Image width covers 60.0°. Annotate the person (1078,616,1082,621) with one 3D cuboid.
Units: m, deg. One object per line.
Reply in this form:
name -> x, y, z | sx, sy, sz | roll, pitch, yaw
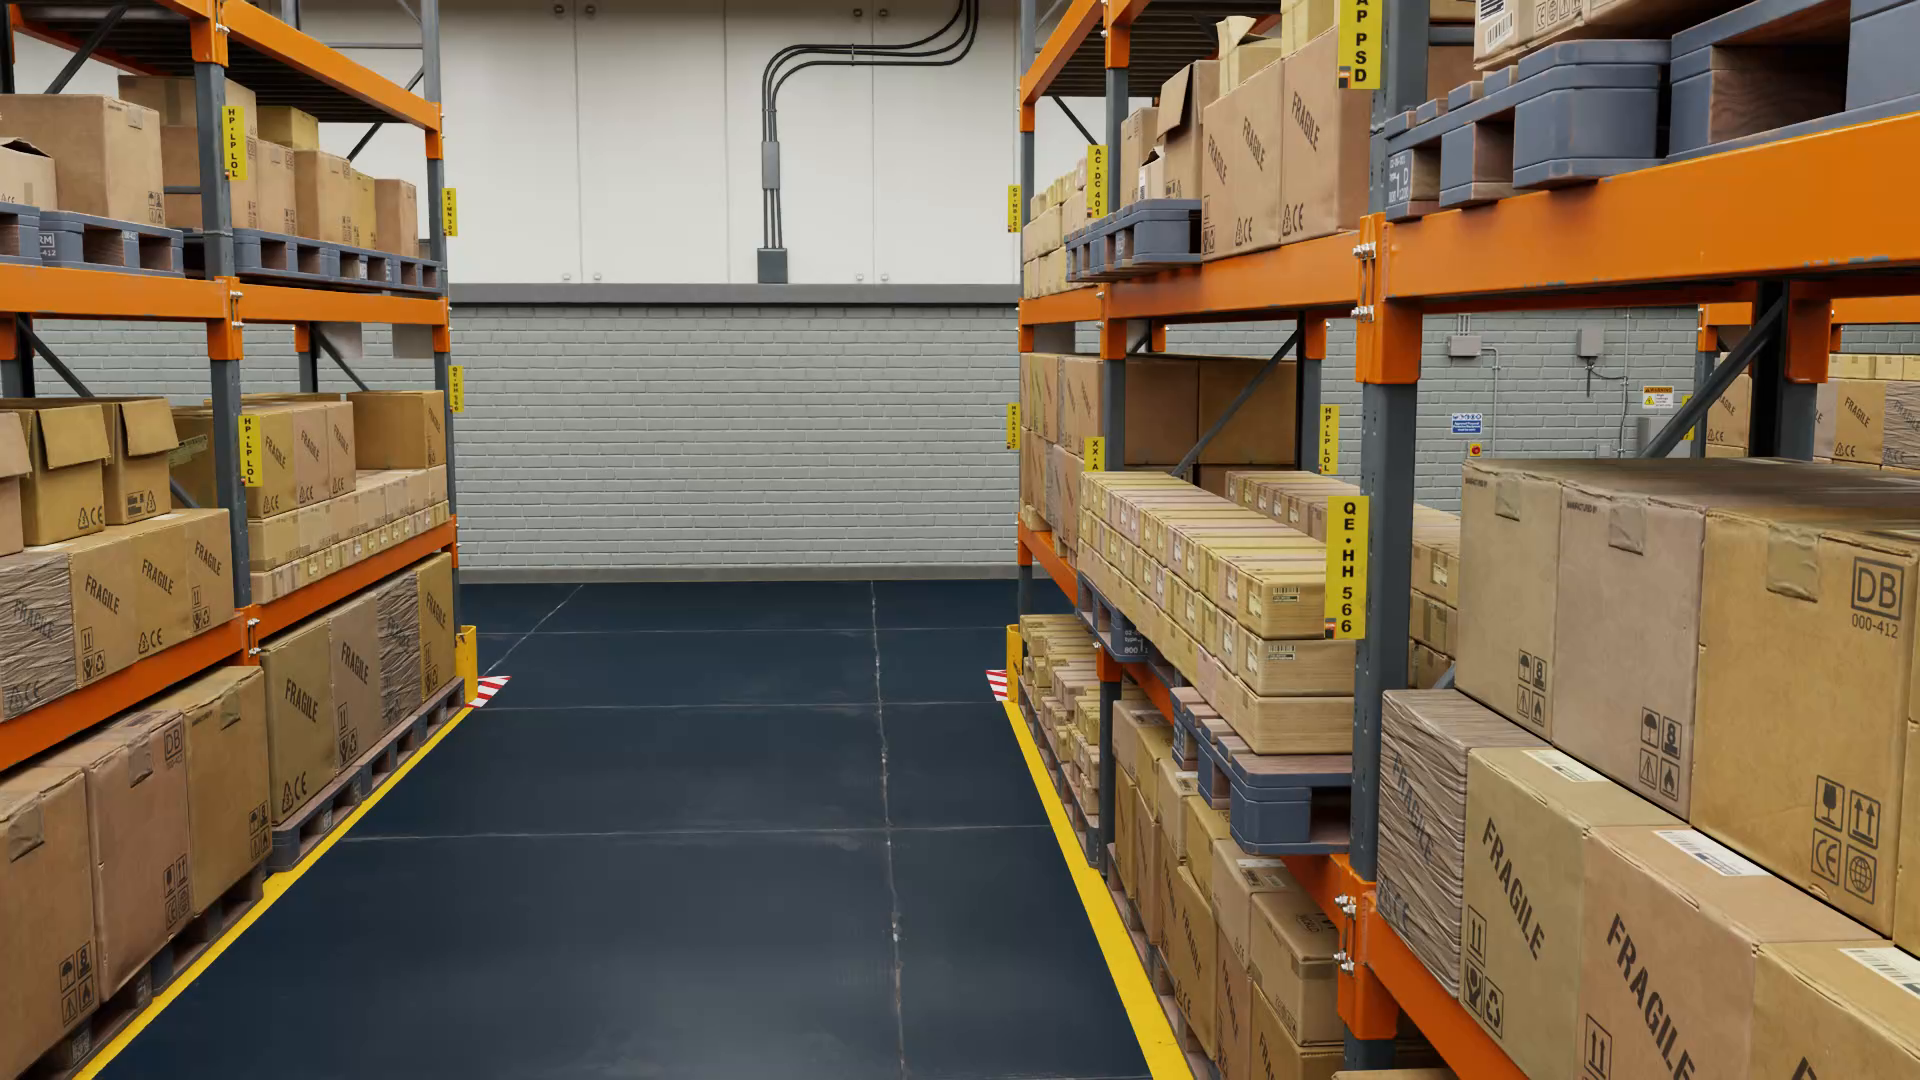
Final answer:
person -> 1.239, -0.056, 14.763 | 0.493, 1.681, 0.512 | 0, 7, -4
